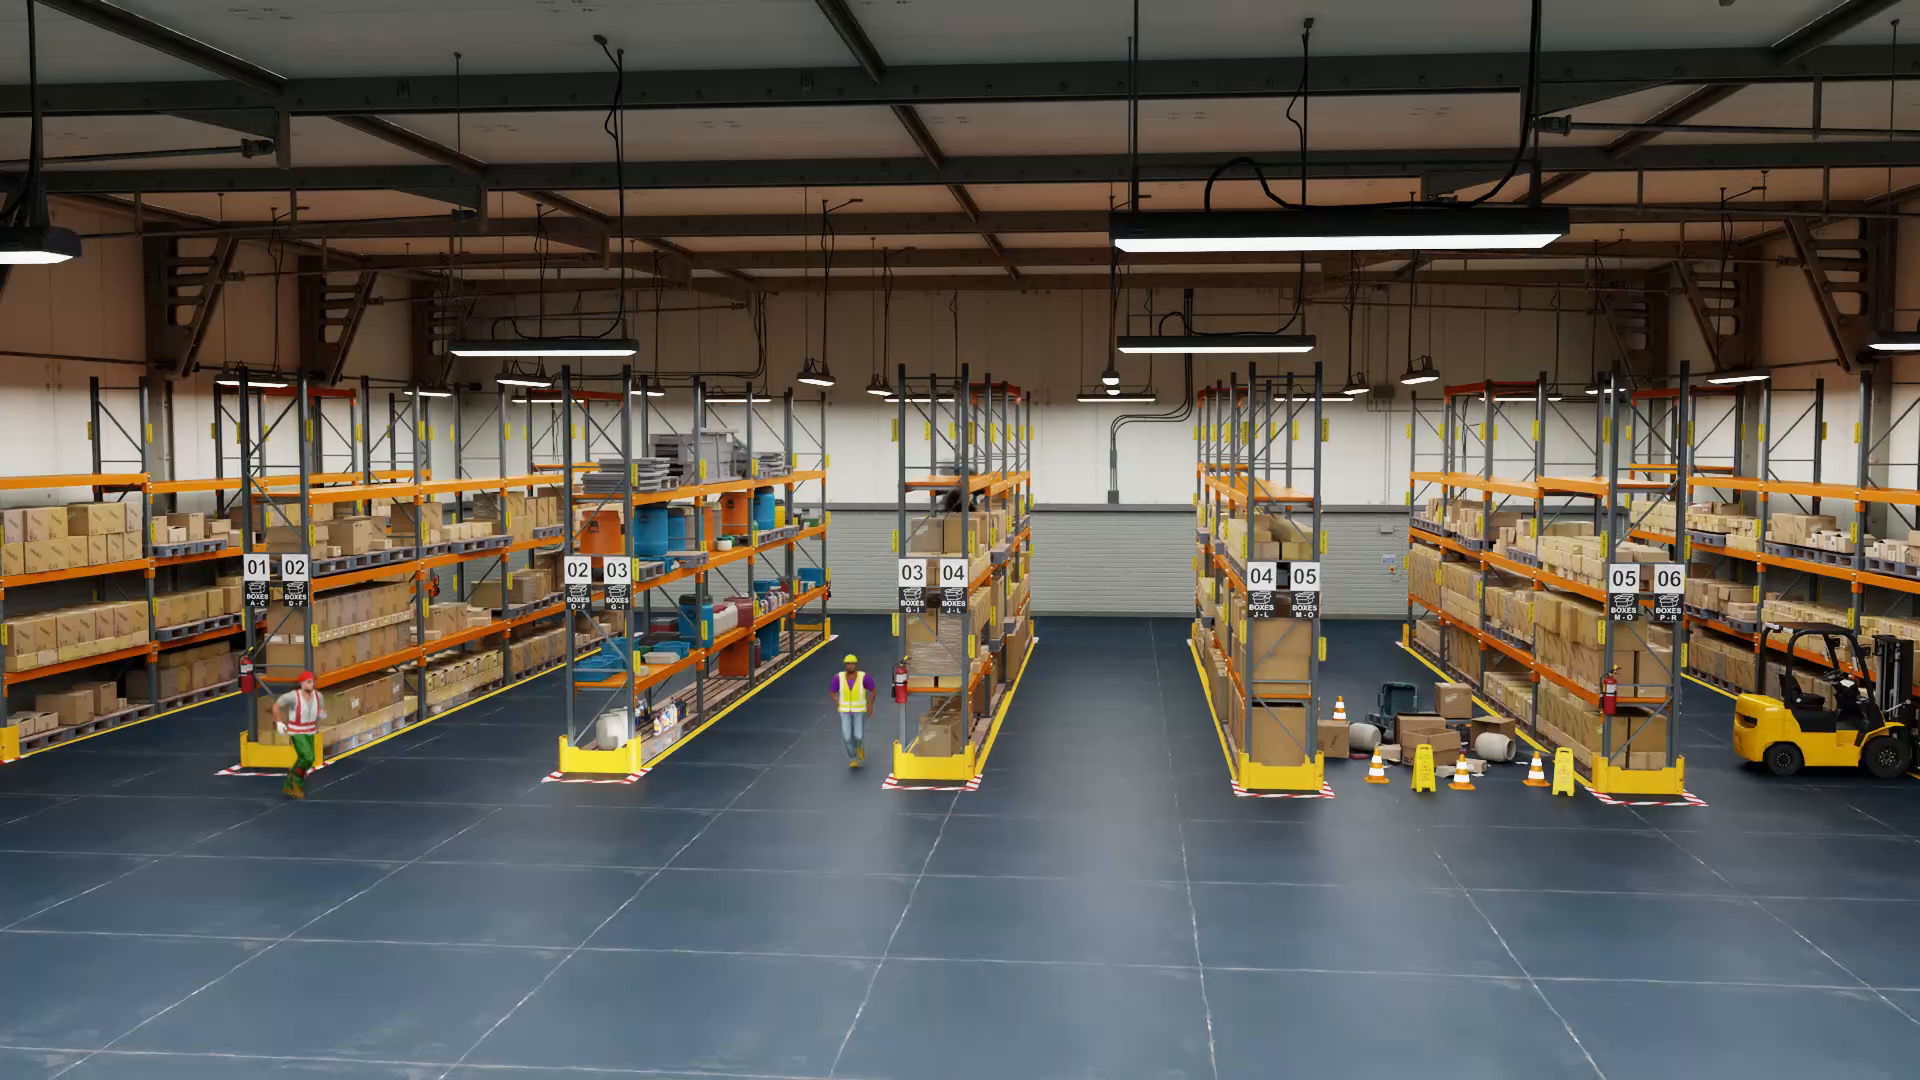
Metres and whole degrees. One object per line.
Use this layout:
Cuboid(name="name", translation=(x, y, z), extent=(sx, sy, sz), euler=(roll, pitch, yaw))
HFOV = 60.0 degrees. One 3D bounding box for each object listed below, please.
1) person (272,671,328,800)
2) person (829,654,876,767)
Cuboid(name="person", translation=(-8.968, 2.666, 22.714), extent=(0.790, 1.758, 0.615), euler=(2, 4, 27))
Cuboid(name="person", translation=(-1.614, 2.555, 24.797), extent=(0.690, 1.703, 0.584), euler=(0, 4, 3))
